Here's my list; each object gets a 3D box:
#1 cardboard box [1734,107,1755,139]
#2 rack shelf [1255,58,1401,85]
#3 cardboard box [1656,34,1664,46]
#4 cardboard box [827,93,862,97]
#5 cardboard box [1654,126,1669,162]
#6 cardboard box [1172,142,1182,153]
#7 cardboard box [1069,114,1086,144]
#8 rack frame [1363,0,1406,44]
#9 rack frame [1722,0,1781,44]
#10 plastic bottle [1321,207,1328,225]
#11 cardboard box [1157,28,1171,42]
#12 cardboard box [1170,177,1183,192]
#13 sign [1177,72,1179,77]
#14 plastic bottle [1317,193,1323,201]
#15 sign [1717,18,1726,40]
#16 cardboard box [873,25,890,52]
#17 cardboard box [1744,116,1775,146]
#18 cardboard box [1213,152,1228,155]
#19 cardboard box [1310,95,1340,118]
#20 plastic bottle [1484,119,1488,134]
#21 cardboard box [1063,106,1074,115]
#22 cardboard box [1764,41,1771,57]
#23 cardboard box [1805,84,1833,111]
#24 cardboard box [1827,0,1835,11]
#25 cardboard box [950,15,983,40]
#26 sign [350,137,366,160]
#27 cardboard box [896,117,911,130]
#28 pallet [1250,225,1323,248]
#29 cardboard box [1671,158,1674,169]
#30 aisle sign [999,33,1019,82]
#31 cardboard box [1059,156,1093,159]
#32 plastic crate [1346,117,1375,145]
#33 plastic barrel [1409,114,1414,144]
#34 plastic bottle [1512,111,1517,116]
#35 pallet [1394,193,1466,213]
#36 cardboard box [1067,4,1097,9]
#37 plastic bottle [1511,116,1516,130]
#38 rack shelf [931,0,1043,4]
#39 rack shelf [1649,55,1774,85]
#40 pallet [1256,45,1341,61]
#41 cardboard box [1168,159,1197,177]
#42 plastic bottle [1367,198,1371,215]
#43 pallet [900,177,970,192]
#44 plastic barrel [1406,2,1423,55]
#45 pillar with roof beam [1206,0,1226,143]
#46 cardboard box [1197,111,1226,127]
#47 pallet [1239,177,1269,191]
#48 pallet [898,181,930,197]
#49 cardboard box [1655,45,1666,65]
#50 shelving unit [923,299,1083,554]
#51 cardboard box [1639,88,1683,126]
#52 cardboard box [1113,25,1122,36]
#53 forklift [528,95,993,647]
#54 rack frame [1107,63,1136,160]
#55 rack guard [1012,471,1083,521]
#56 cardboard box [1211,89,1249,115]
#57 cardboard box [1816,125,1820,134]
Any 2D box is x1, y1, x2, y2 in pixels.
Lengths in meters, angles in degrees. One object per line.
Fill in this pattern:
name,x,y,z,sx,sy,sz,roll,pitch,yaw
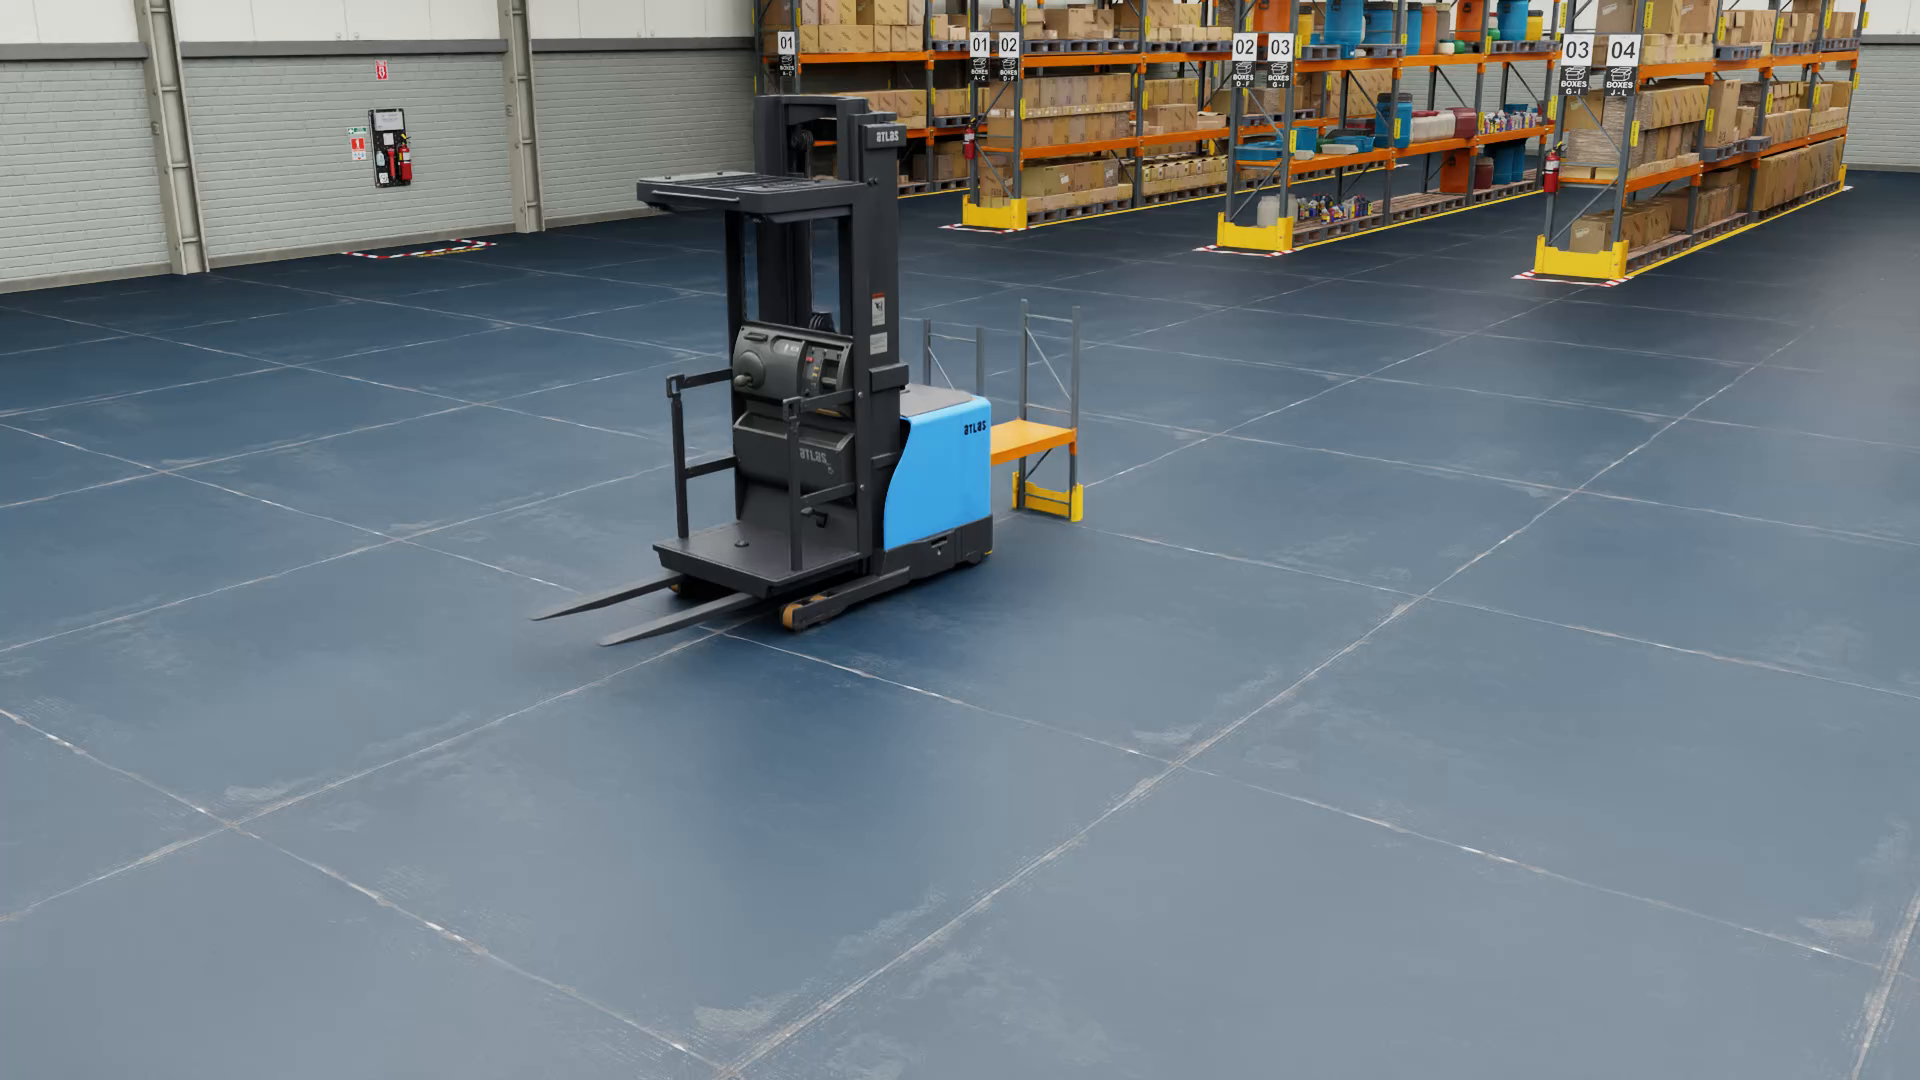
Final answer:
cardboard box,12.786,-6.972,27.760,0.500,0.500,0.700,-16,24,-42
rack shelf,5.775,-7.545,26.638,1.077,0.370,4.000,12,21,35
cardboard box,9.414,-6.860,22.798,0.380,0.149,0.250,13,22,37
cardboard box,-2.232,-8.325,31.949,0.500,0.500,0.500,12,21,33
cardboard box,9.752,-5.789,24.158,0.875,0.500,0.500,12,21,35
cardboard box,5.226,-10.125,42.296,0.700,0.500,0.500,12,21,33
cardboard box,1.816,-7.382,29.788,0.700,0.500,0.500,13,22,36
rack frame,6.966,-9.798,27.620,1.000,3.000,0.127,12,21,35
rack frame,13.328,-9.875,27.870,1.000,3.000,0.127,12,21,35
plastic bottle,5.914,-5.264,26.995,0.097,0.271,0.097,0,17,0
cardboard box,3.690,-9.647,31.737,0.500,0.250,0.500,10,20,29
cardboard box,4.042,-6.994,32.636,0.500,0.250,0.500,12,21,33
sign,5.718,-12.092,43.531,0.100,0.325,0.005,12,21,35
plastic bottle,6.152,-5.759,28.455,0.144,0.351,0.185,13,22,36
sign,11.385,-7.643,24.867,0.100,0.325,0.005,12,21,35
cardboard box,-1.704,-9.752,32.330,0.500,0.500,0.500,11,21,33
cardboard box,13.836,-7.125,28.963,0.500,0.500,0.500,13,22,36
cardboard box,5.743,-8.042,35.556,0.500,0.500,0.500,13,22,37
cardboard box,8.280,-9.835,37.688,0.500,0.500,0.500,13,22,36
plastic bottle,10.100,-7.946,31.969,0.061,0.283,0.133,12,21,35
cardboard box,1.780,-7.576,29.320,0.380,0.149,0.250,12,21,34
cardboard box,13.241,-8.214,27.833,0.500,0.250,0.500,12,21,35
cardboard box,16.808,-8.701,32.691,0.500,0.500,0.500,12,21,33
cardboard box,16.883,-10.523,32.704,0.500,0.250,0.500,12,21,33
cardboard box,0.135,-10.774,34.945,0.500,0.500,0.500,12,21,33
sign,-9.141,-5.943,25.262,0.001,0.329,0.234,12,21,35
cardboard box,-1.332,-8.338,33.253,0.500,0.250,0.500,13,21,35
pallet,5.079,-4.867,26.561,1.003,0.211,1.213,12,21,35
cardboard box,10.268,-5.545,24.466,0.380,0.149,0.250,12,21,35
aisle sign,0.814,-8.028,27.653,0.394,0.787,0.004,12,21,35
cardboard box,2.171,-6.879,31.000,0.500,0.500,0.500,12,21,35
plastic crate,7.009,-7.133,29.046,0.402,0.464,0.583,12,21,35
plastic barrel,7.713,-7.187,29.099,0.433,0.535,0.433,0,17,0
plastic bottle,11.222,-8.519,33.702,0.144,0.351,0.185,12,21,35
pallet,8.857,-6.376,31.419,1.003,0.211,1.213,12,21,35
cardboard box,2.830,-12.317,38.615,0.500,0.250,0.500,12,21,33
plastic bottle,11.021,-8.333,33.230,0.152,0.276,0.135,12,21,35
rack shelf,0.202,-11.490,34.958,1.077,0.370,4.000,12,21,35
rack shelf,12.136,-7.623,26.887,1.077,0.370,4.000,12,21,35
pallet,5.155,-7.502,25.604,1.003,0.211,1.213,12,21,35
cardboard box,4.352,-7.385,32.949,0.500,0.311,0.500,13,22,36
plastic bottle,6.945,-5.673,28.291,0.061,0.283,0.133,14,22,37
pallet,-0.527,-7.537,35.159,1.003,0.211,1.213,12,21,35
plastic barrel,7.875,-9.075,29.508,0.600,0.901,0.708,12,21,35
pillar with roof beam,10.532,-14.442,42.575,9.100,9.000,0.400,12,21,35
cardboard box,5.122,-8.640,34.158,0.500,0.311,0.500,14,22,38
pallet,5.849,-7.601,35.364,1.003,0.211,1.213,12,21,35
pallet,-1.362,-7.185,34.026,1.003,0.211,1.213,12,21,35
cardboard box,9.358,-6.659,22.823,0.500,0.250,0.500,12,21,33
shelving unit,0.294,-0.798,11.283,0.587,1.500,1.083,14,22,39
cardboard box,10.001,-6.212,23.834,0.500,0.500,0.500,12,21,35
cardboard box,3.996,-12.402,40.442,0.500,0.250,0.500,13,21,35
forklift,-1.131,-1.038,9.643,1.130,2.935,3.031,14,22,39
rack frame,3.777,-10.589,40.283,1.000,3.000,0.127,12,21,35
rack guard,0.619,-0.313,11.829,0.587,0.250,0.087,14,22,39
cardboard box,5.659,-9.180,34.869,0.700,0.500,0.500,5,18,16
cardboard box,16.467,-7.980,32.306,0.380,0.149,0.250,13,22,36
